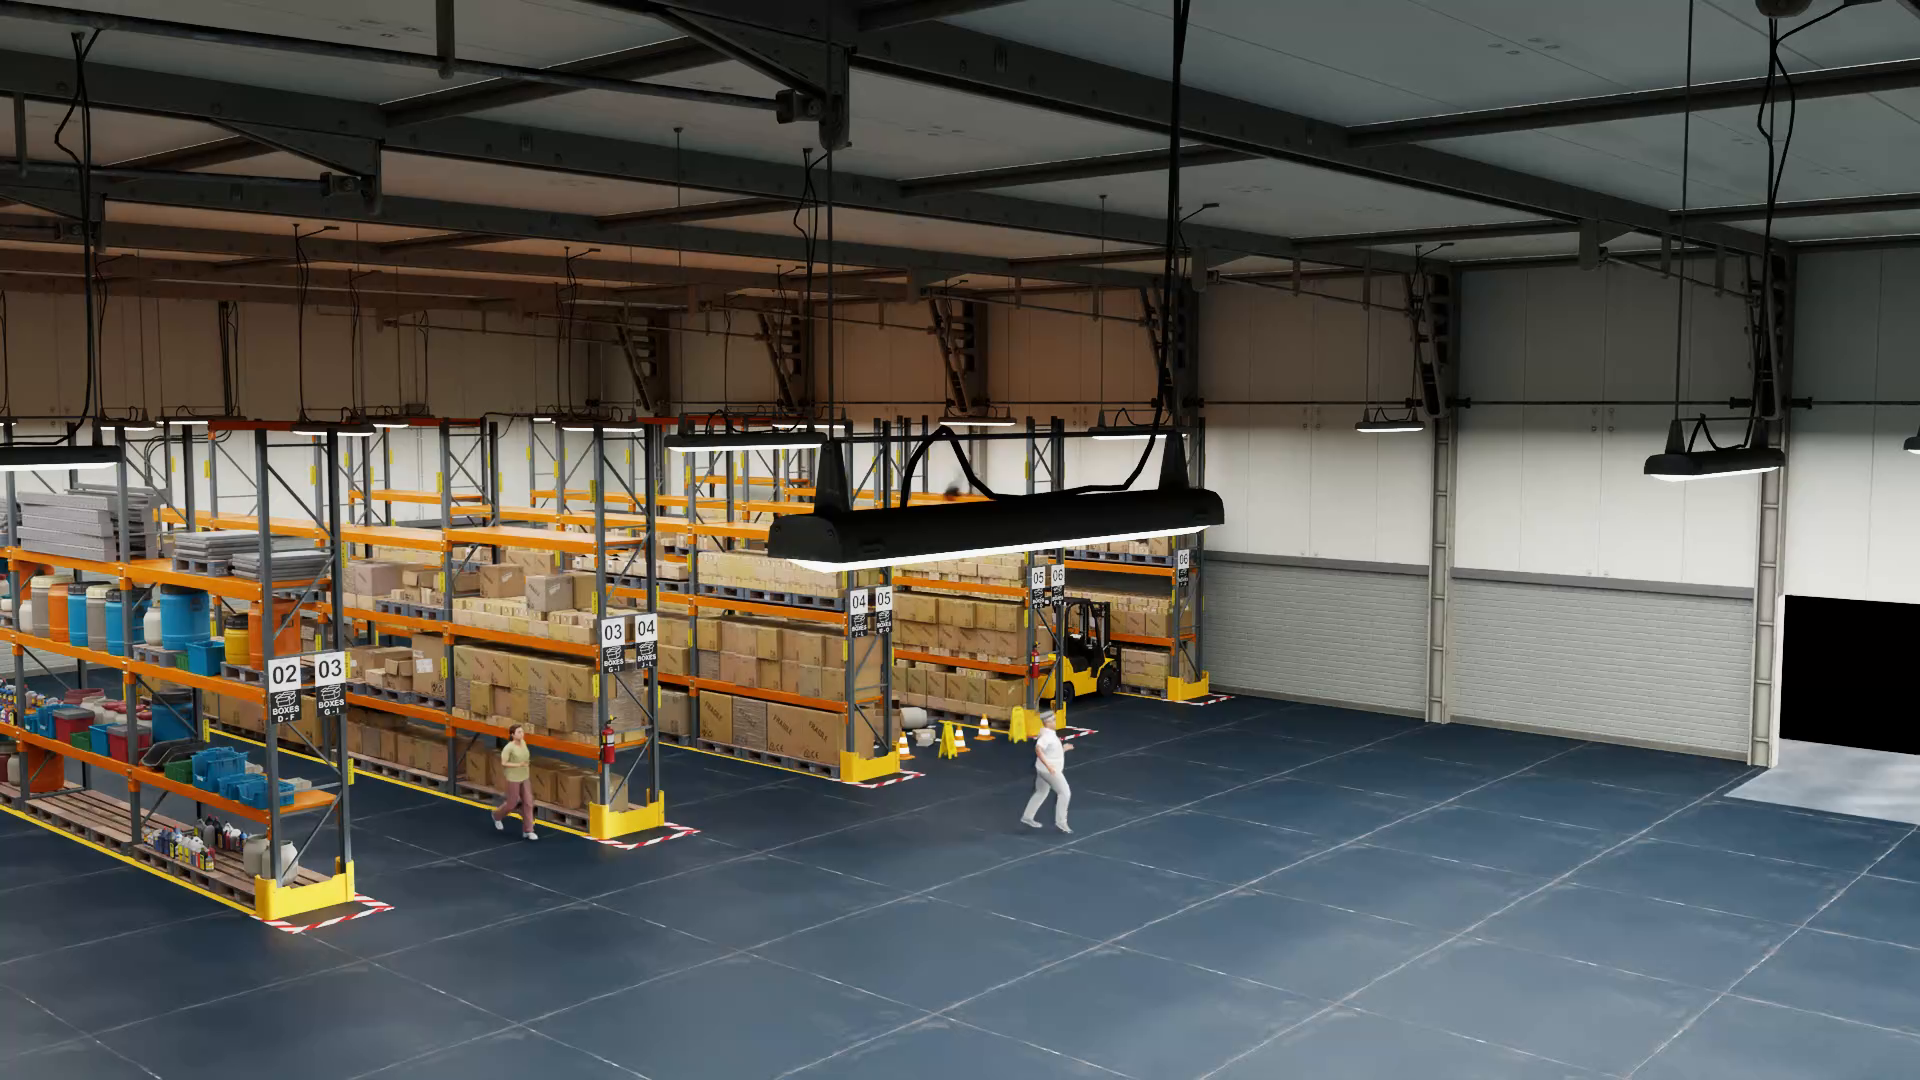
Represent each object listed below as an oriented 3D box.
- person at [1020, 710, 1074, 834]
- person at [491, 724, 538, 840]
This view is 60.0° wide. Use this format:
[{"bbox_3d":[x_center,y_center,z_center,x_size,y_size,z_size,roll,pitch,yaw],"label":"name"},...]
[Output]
[{"bbox_3d":[1.300,3.419,24.457,0.800,1.851,0.637,-1,5,-15],"label":"person"},{"bbox_3d":[-6.445,3.478,24.107,0.922,1.650,0.577,3,6,34],"label":"person"}]
